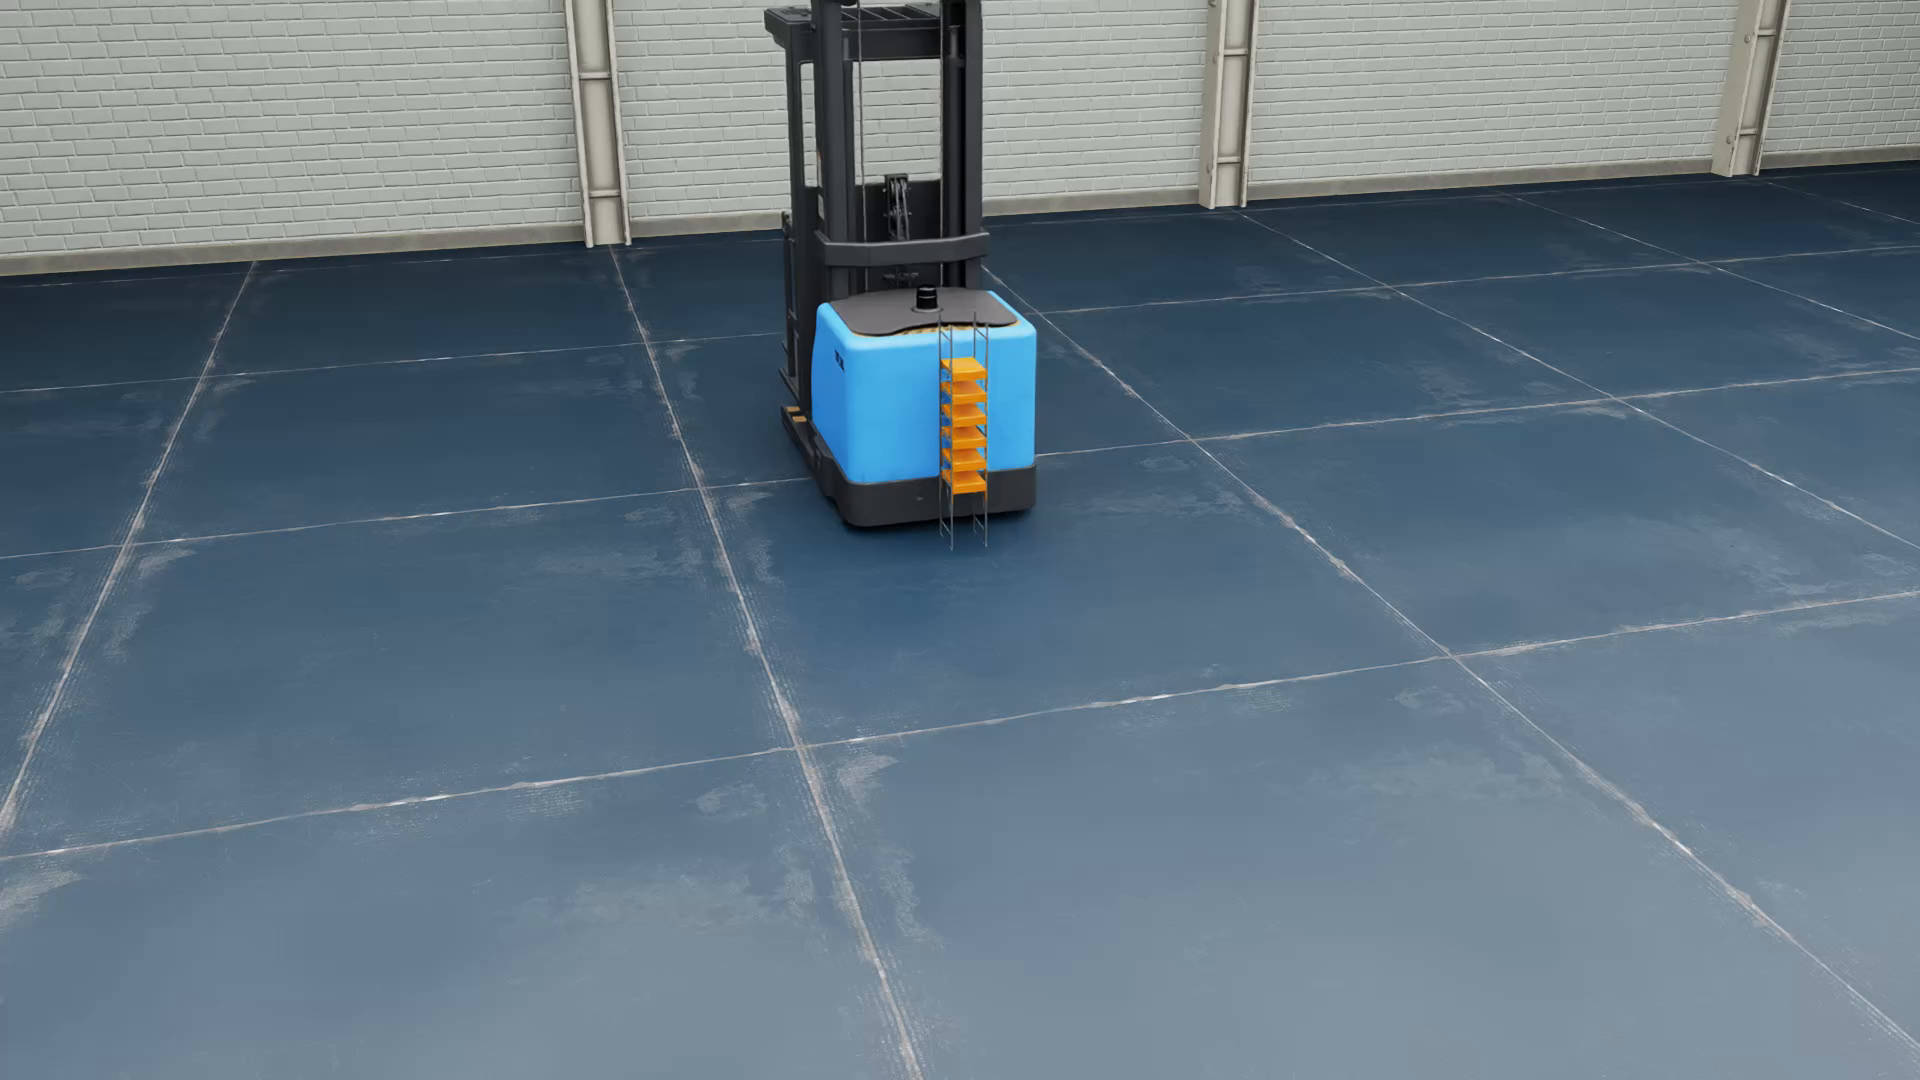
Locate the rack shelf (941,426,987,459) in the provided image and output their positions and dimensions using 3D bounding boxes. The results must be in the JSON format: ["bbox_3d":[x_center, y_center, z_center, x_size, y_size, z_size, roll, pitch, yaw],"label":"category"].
[{"bbox_3d":[0.016,-0.509,8.528,0.180,0.103,0.258,-6,24,-14],"label":"rack shelf"}]

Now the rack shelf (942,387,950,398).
[{"bbox_3d":[0.016,-0.748,8.426,0.166,0.020,0.199,-6,24,-14],"label":"rack shelf"}]

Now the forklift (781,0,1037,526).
[{"bbox_3d":[-0.478,-1.972,9.629,1.130,2.935,3.031,-6,24,-14],"label":"forklift"}]

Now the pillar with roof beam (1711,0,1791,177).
[{"bbox_3d":[9.537,-6.469,12.413,0.400,9.000,9.100,-6,24,-14],"label":"pillar with roof beam"}]

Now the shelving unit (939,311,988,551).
[{"bbox_3d":[0.016,-0.550,8.511,0.189,1.200,0.258,-6,24,-14],"label":"shelving unit"}]

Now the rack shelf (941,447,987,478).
[{"bbox_3d":[0.016,-0.399,8.575,0.180,0.103,0.258,-6,24,-14],"label":"rack shelf"}]

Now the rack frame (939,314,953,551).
[{"bbox_3d":[-0.072,-0.540,8.488,0.006,1.200,0.240,-6,24,-14],"label":"rack frame"}]

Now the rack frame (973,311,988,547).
[{"bbox_3d":[0.104,-0.560,8.533,0.006,1.200,0.240,-6,24,-14],"label":"rack frame"}]

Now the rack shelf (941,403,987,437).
[{"bbox_3d":[0.016,-0.620,8.481,0.180,0.103,0.258,-6,24,-14],"label":"rack shelf"}]

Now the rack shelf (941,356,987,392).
[{"bbox_3d":[0.016,-0.840,8.386,0.180,0.103,0.258,-6,24,-14],"label":"rack shelf"}]
